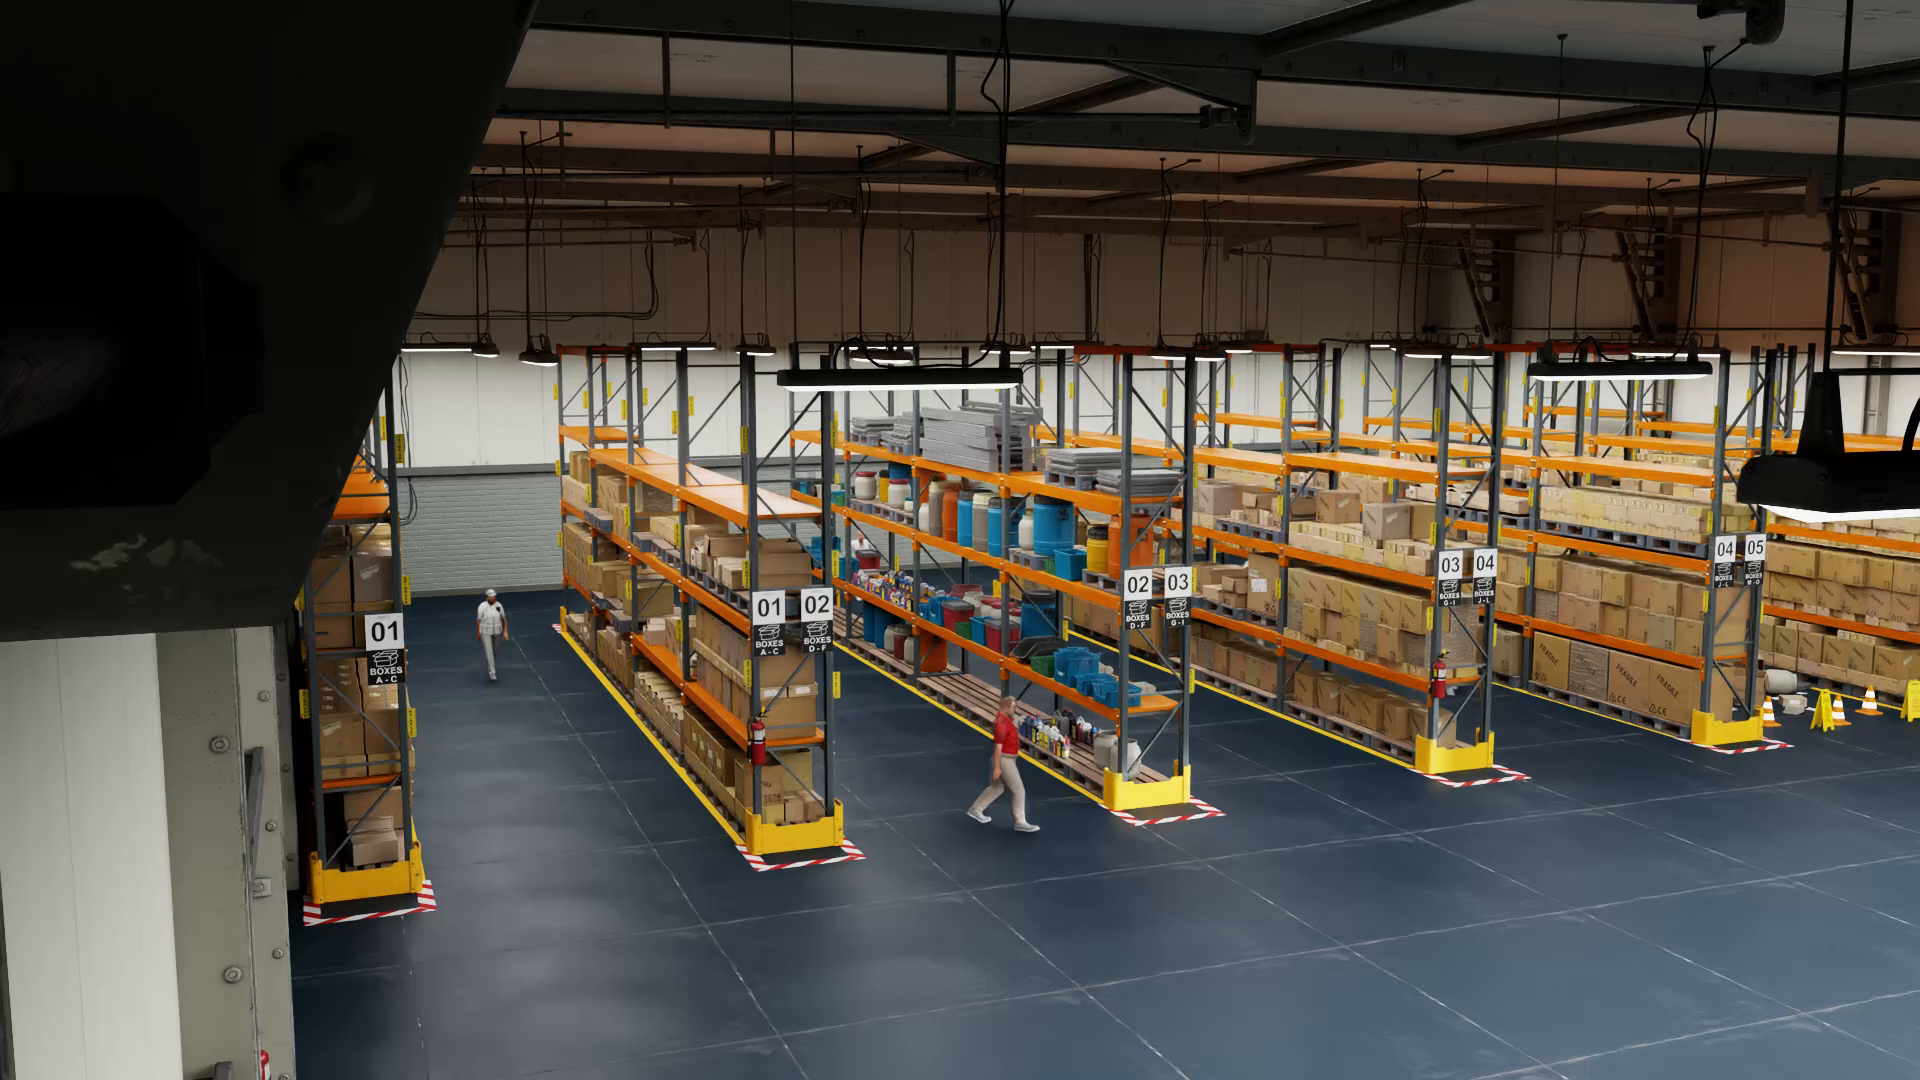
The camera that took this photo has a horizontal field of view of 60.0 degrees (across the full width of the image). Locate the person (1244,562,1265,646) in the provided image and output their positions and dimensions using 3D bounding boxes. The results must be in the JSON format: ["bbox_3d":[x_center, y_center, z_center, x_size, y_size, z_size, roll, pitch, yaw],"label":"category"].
[{"bbox_3d":[5.713,1.292,32.883,0.654,1.726,1.081,-3,8,-22],"label":"person"}]

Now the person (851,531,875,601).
[{"bbox_3d":[-2.326,0.590,38.725,0.743,1.683,0.661,-2,7,-14],"label":"person"}]

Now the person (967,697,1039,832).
[{"bbox_3d":[0.542,2.819,21.100,0.899,1.685,0.547,0,7,-1],"label":"person"}]

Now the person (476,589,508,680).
[{"bbox_3d":[-8.517,1.685,30.278,0.514,1.600,1.064,-4,8,-31],"label":"person"}]

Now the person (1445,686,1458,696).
[{"bbox_3d":[8.605,1.787,29.009,0.578,1.815,0.573,-2,7,-13],"label":"person"}]
